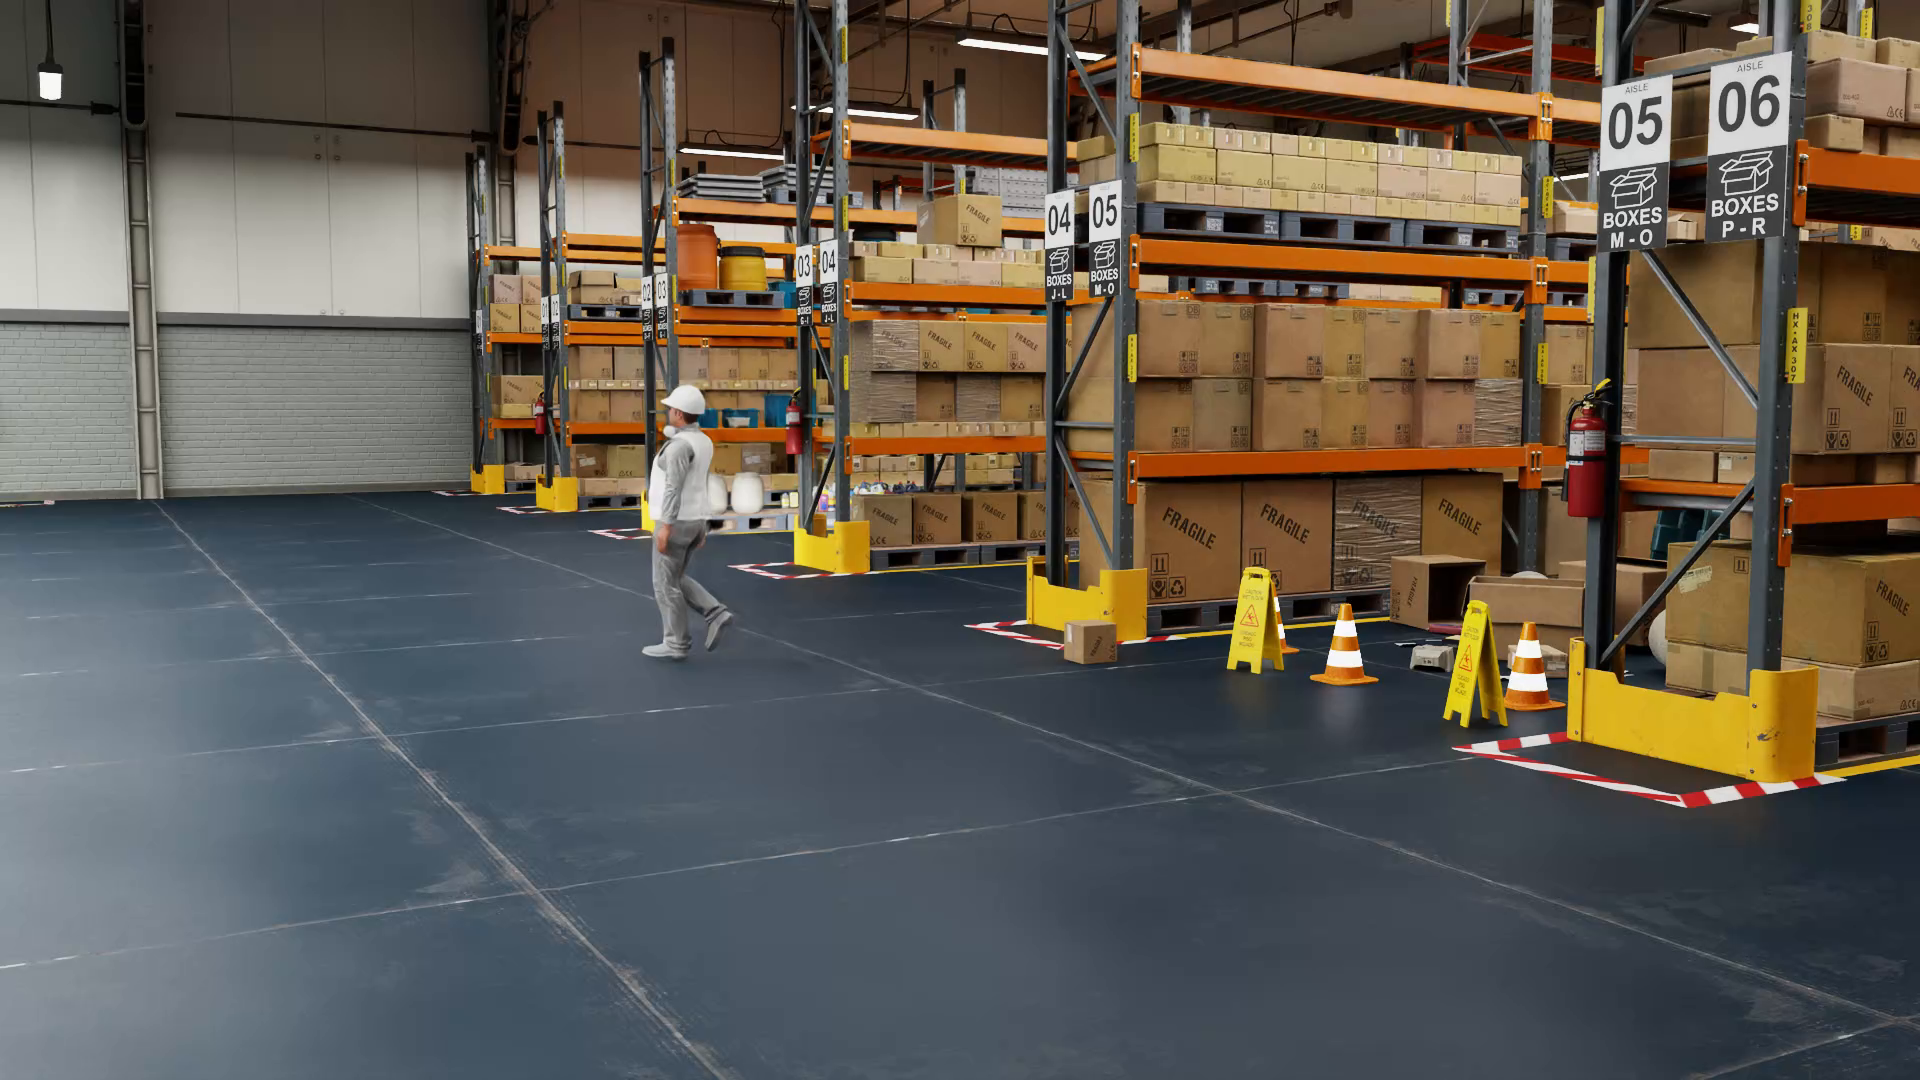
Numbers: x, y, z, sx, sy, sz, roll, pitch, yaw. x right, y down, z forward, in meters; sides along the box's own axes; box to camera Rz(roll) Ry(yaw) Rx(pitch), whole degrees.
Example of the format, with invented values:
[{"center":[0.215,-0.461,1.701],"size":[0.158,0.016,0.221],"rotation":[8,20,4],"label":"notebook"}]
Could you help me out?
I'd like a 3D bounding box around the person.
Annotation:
[{"center":[-1.775,-0.117,10.724],"size":[0.554,1.759,0.538],"rotation":[1,5,13],"label":"person"}]
